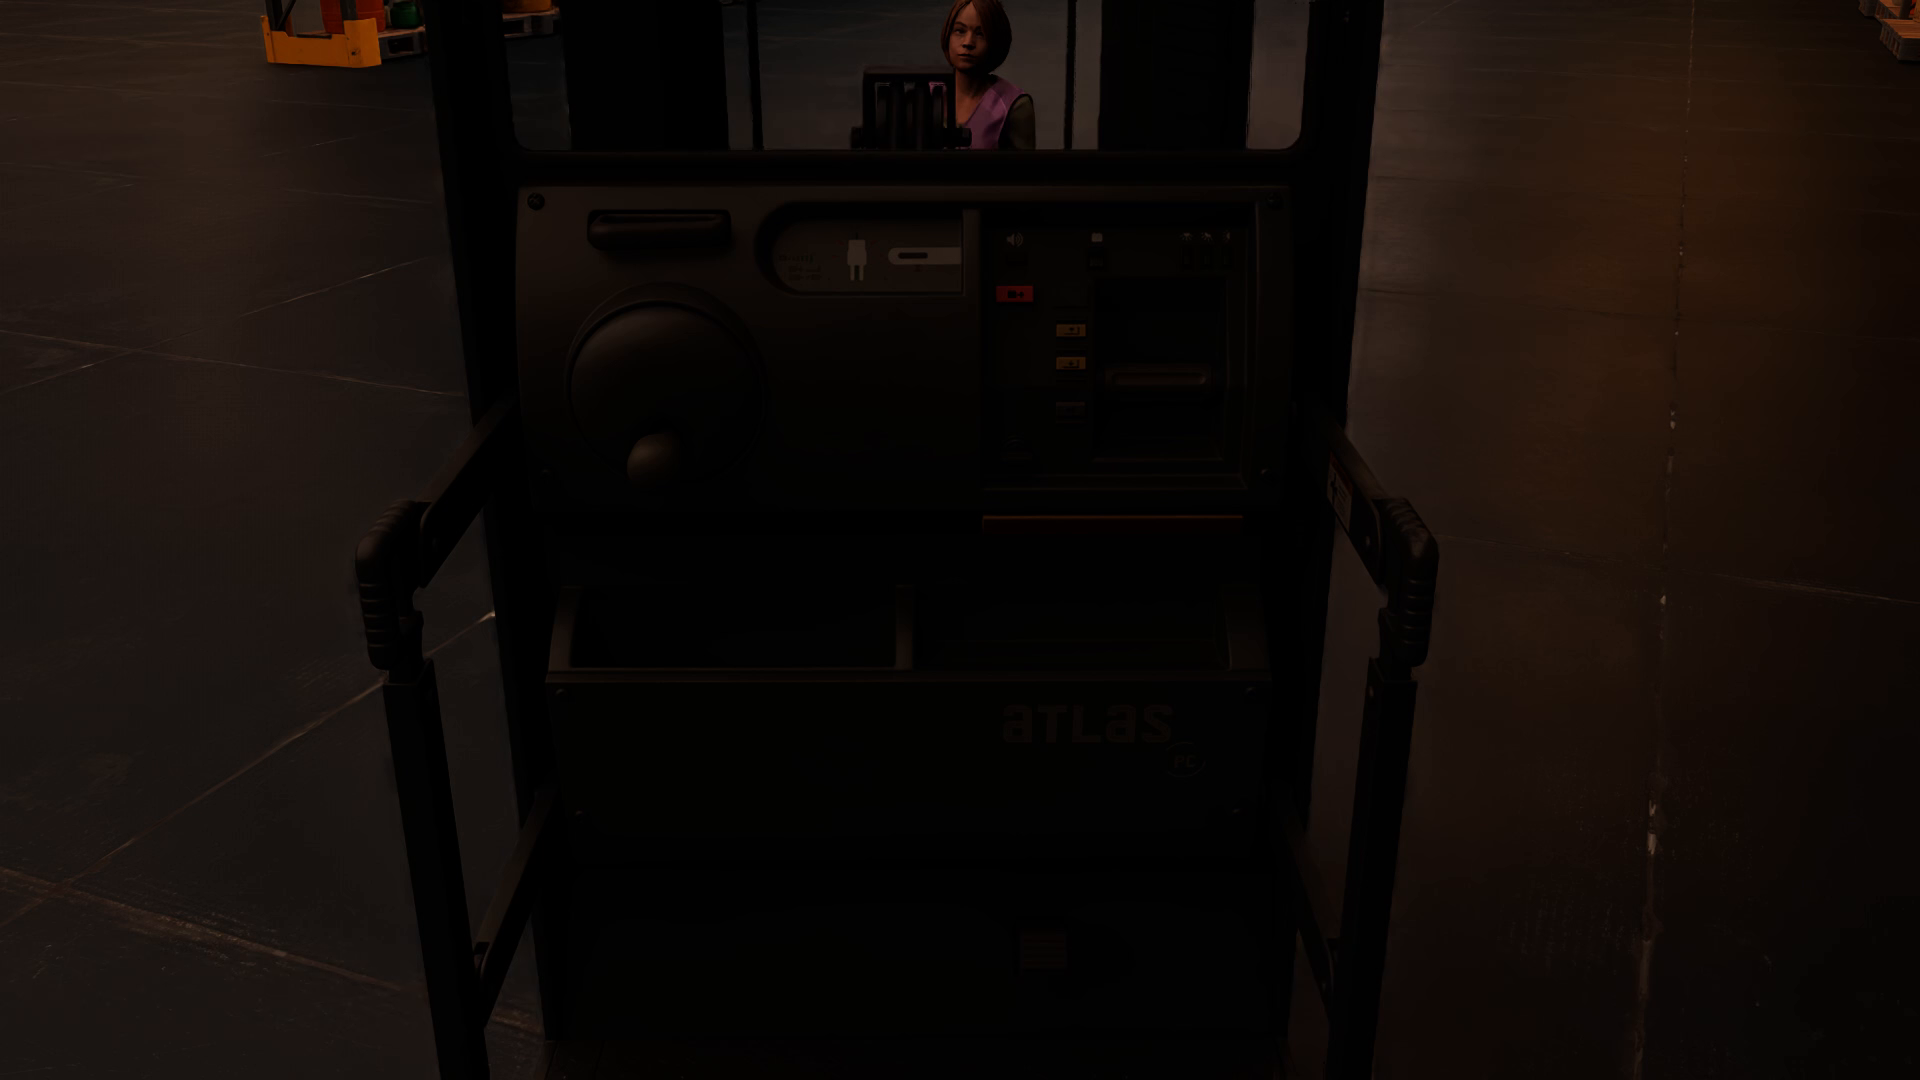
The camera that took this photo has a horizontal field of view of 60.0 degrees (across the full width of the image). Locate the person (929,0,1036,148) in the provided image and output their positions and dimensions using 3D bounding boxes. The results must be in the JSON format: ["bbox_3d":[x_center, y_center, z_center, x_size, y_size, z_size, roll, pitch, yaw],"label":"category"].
[{"bbox_3d":[-0.041,-0.719,4.725,0.520,1.596,0.476,9,24,21],"label":"person"}]

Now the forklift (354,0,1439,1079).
[{"bbox_3d":[-0.062,-0.216,1.810,1.130,2.935,3.031,0,23,0],"label":"forklift"}]
